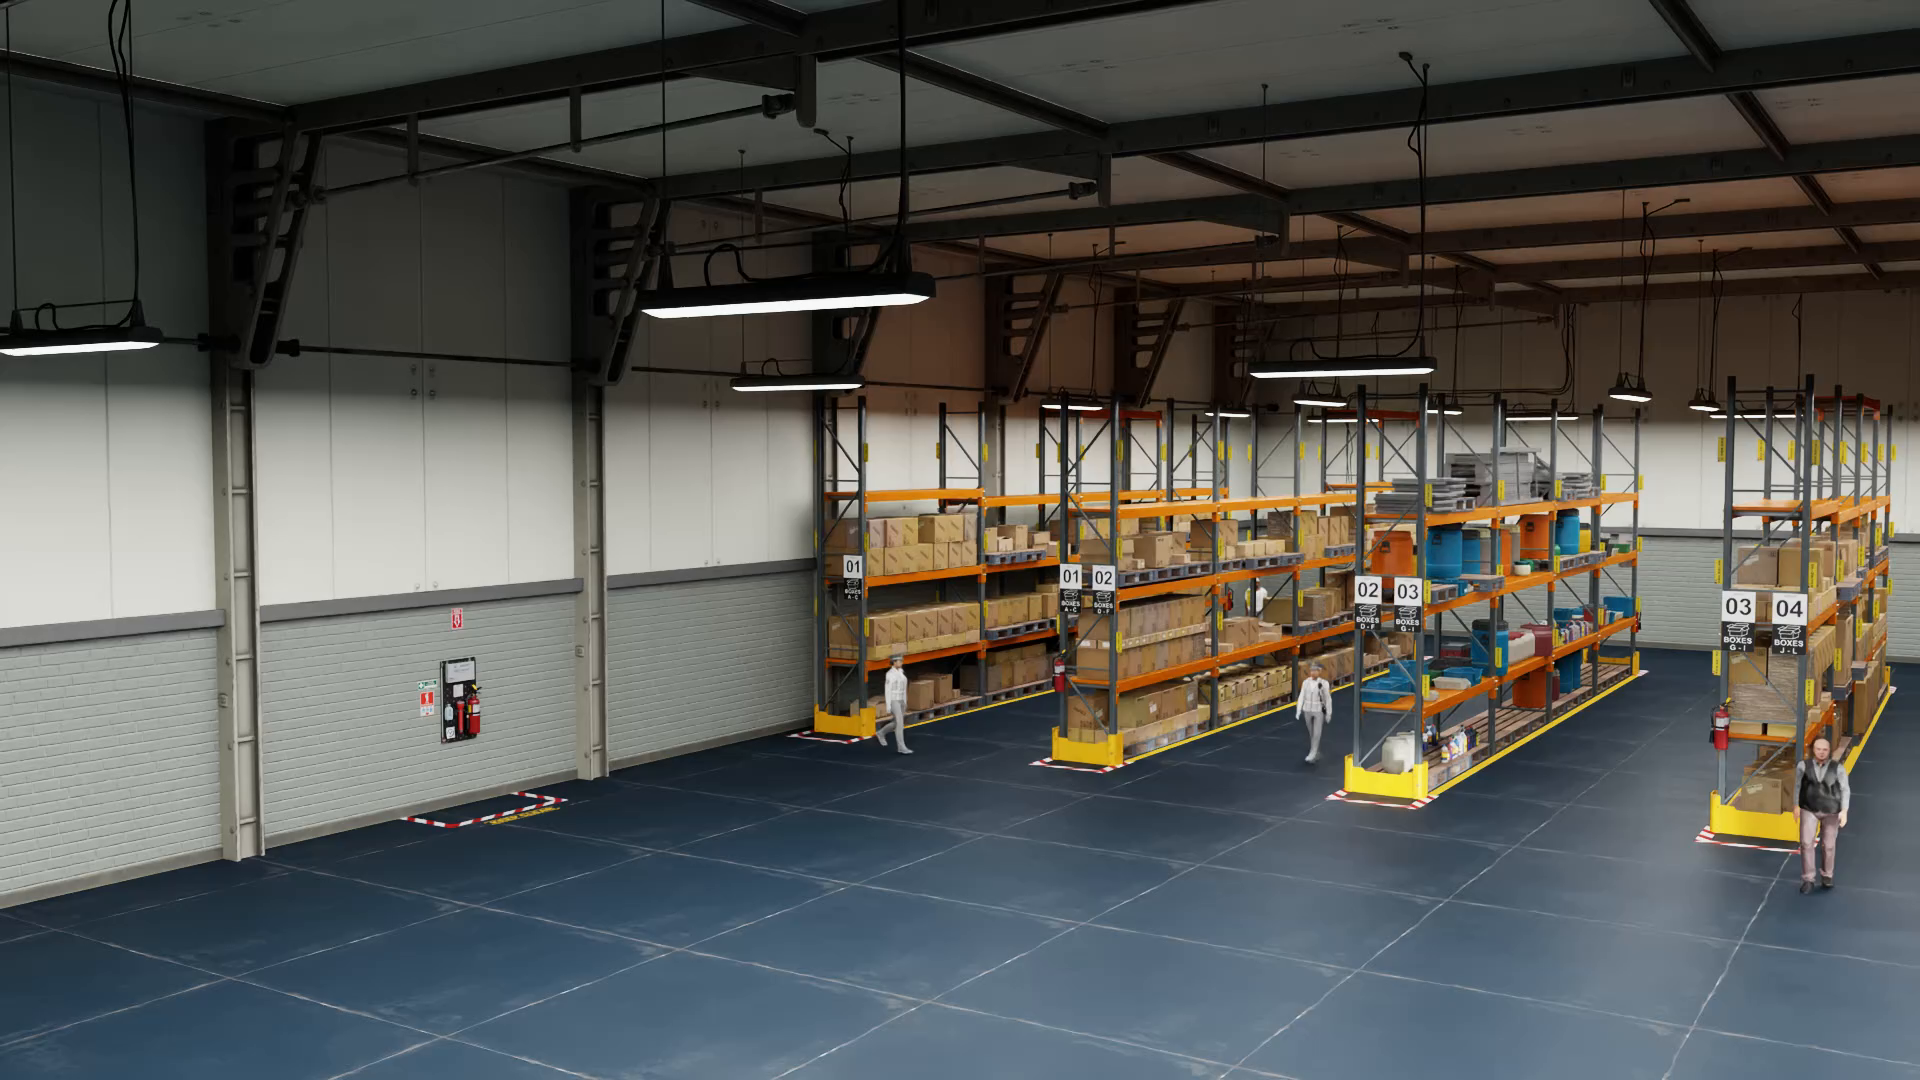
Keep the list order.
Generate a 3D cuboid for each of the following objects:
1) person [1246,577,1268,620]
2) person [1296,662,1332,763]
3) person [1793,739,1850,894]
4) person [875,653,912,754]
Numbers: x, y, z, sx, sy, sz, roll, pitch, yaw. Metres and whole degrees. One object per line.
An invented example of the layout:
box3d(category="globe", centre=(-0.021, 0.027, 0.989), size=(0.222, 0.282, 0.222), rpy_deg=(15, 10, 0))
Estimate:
box3d(category="person", centre=(7.779, 1.835, 43.584), size=(0.556, 1.746, 0.801), rpy_deg=(-1, 3, -10))
box3d(category="person", centre=(5.641, 2.766, 26.690), size=(0.498, 1.627, 1.041), rpy_deg=(2, 4, 37))
box3d(category="person", centre=(9.858, 3.150, 19.037), size=(0.581, 1.752, 0.615), rpy_deg=(2, 3, 29))
box3d(category="person", centre=(-1.091, 2.703, 27.847), size=(0.820, 1.652, 0.504), rpy_deg=(2, 3, 28))
